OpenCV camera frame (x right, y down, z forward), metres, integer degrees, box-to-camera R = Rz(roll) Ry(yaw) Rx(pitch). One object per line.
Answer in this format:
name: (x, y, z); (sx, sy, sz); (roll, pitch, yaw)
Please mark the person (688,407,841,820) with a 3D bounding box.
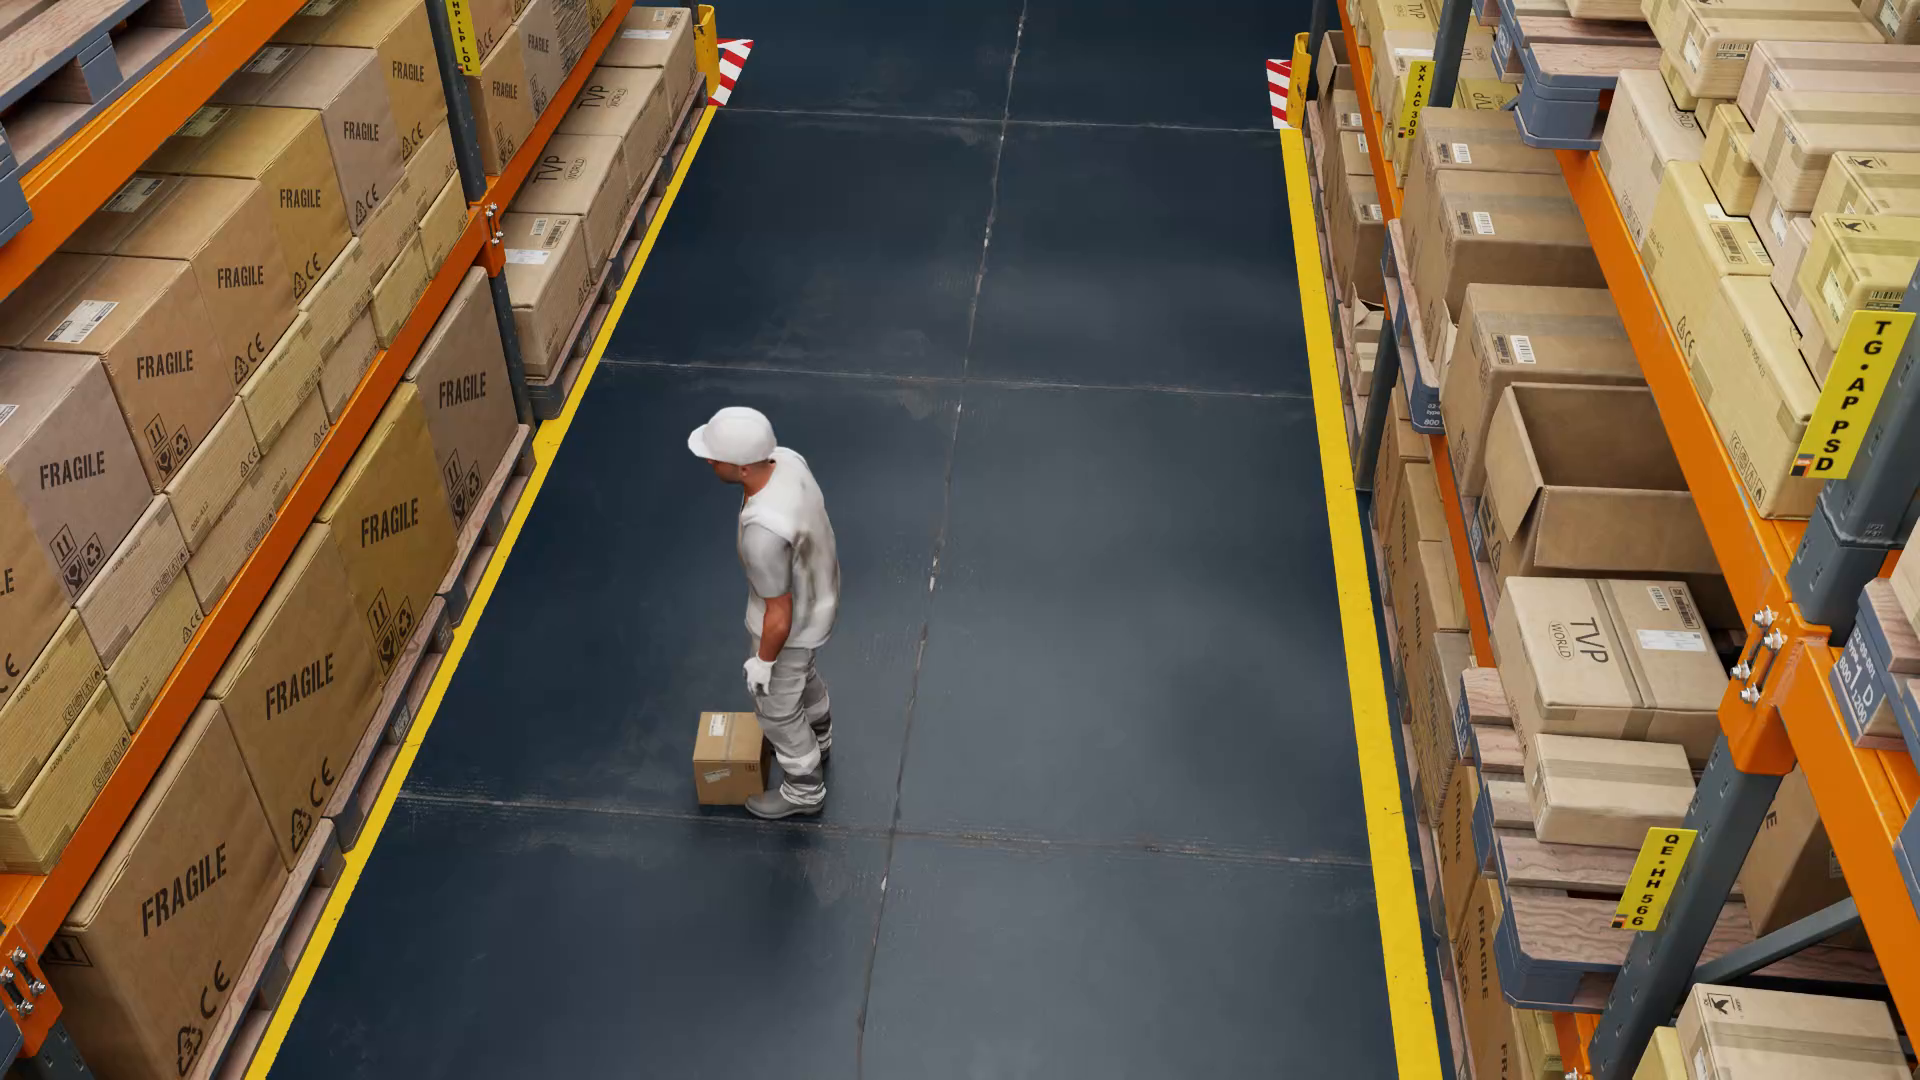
person: (-0.643, 0.263, 5.828); (0.454, 1.779, 0.620); (2, 40, 3)
